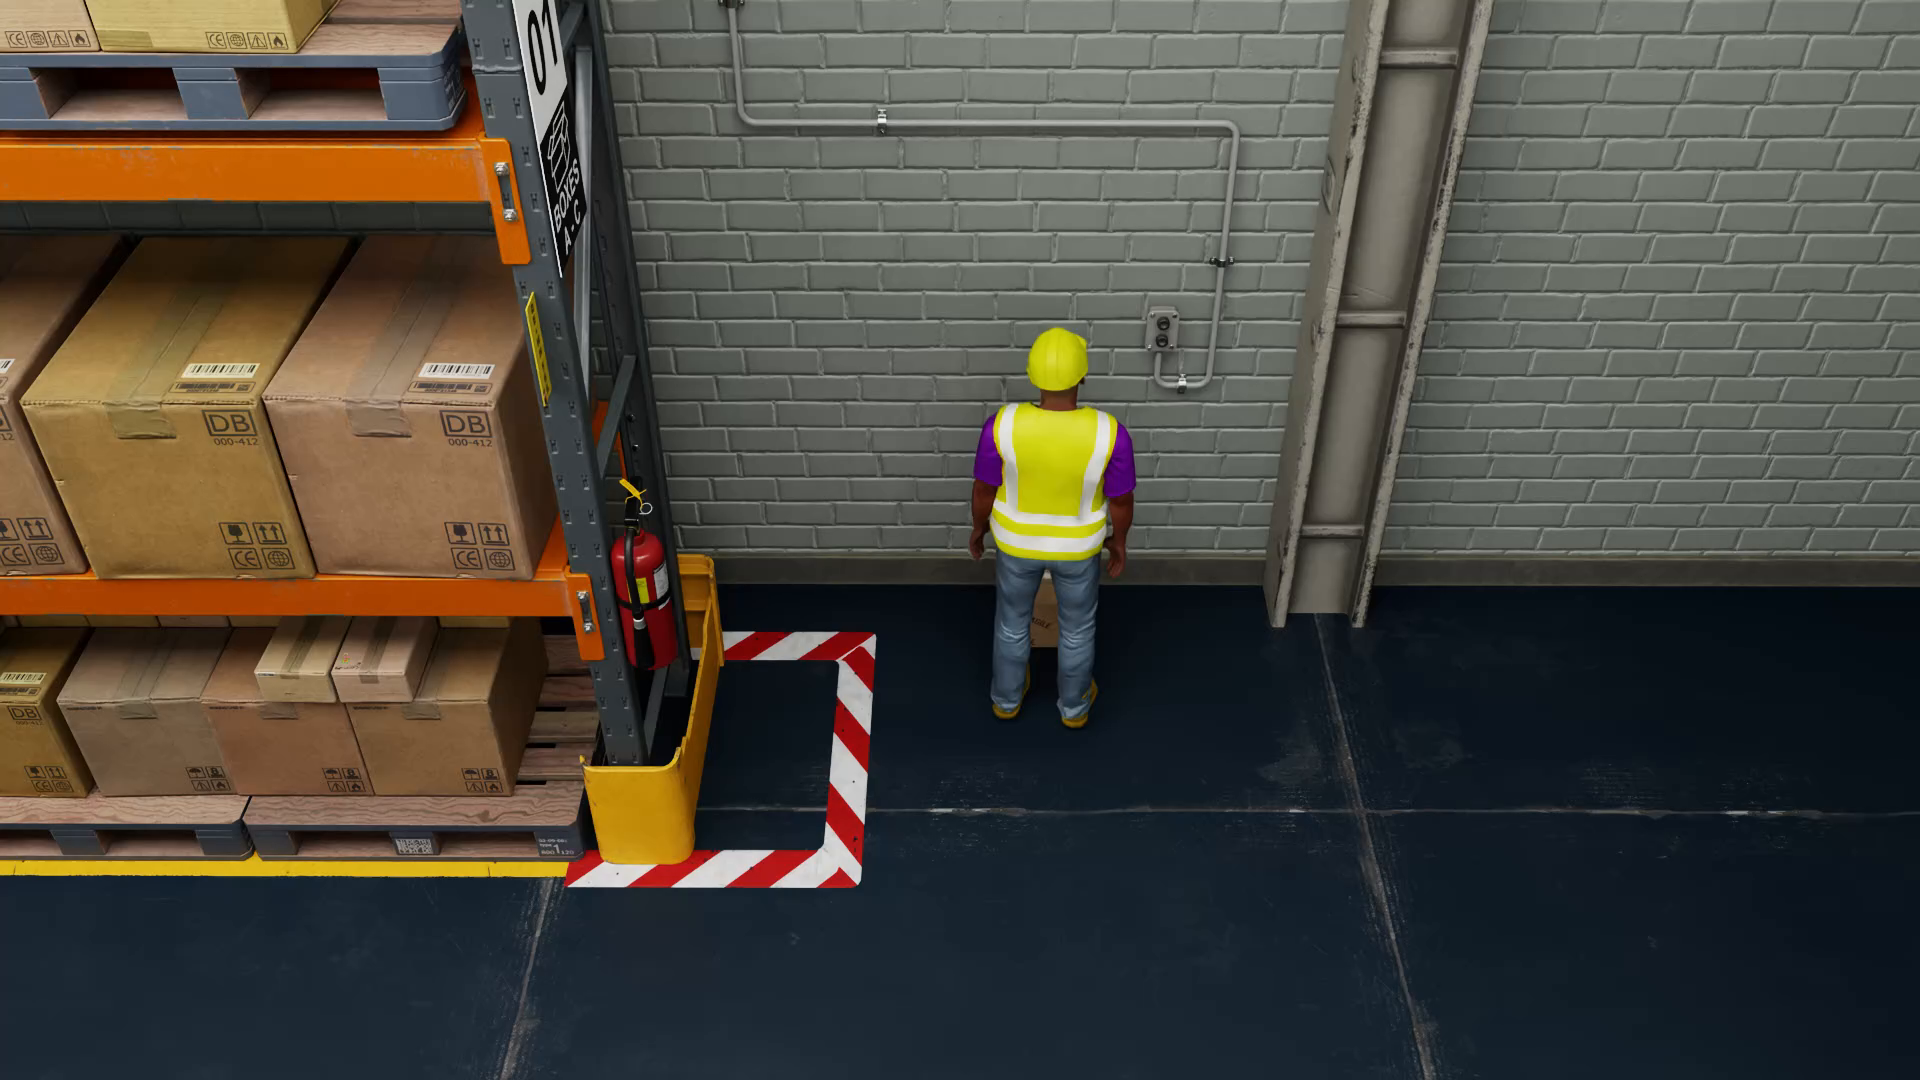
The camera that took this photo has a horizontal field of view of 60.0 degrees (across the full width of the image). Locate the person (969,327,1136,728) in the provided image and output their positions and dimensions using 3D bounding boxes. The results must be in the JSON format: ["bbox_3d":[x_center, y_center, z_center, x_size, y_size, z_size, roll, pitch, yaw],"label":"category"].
[{"bbox_3d":[0.330,-0.028,6.128,0.597,1.770,0.384,3,39,4],"label":"person"}]
